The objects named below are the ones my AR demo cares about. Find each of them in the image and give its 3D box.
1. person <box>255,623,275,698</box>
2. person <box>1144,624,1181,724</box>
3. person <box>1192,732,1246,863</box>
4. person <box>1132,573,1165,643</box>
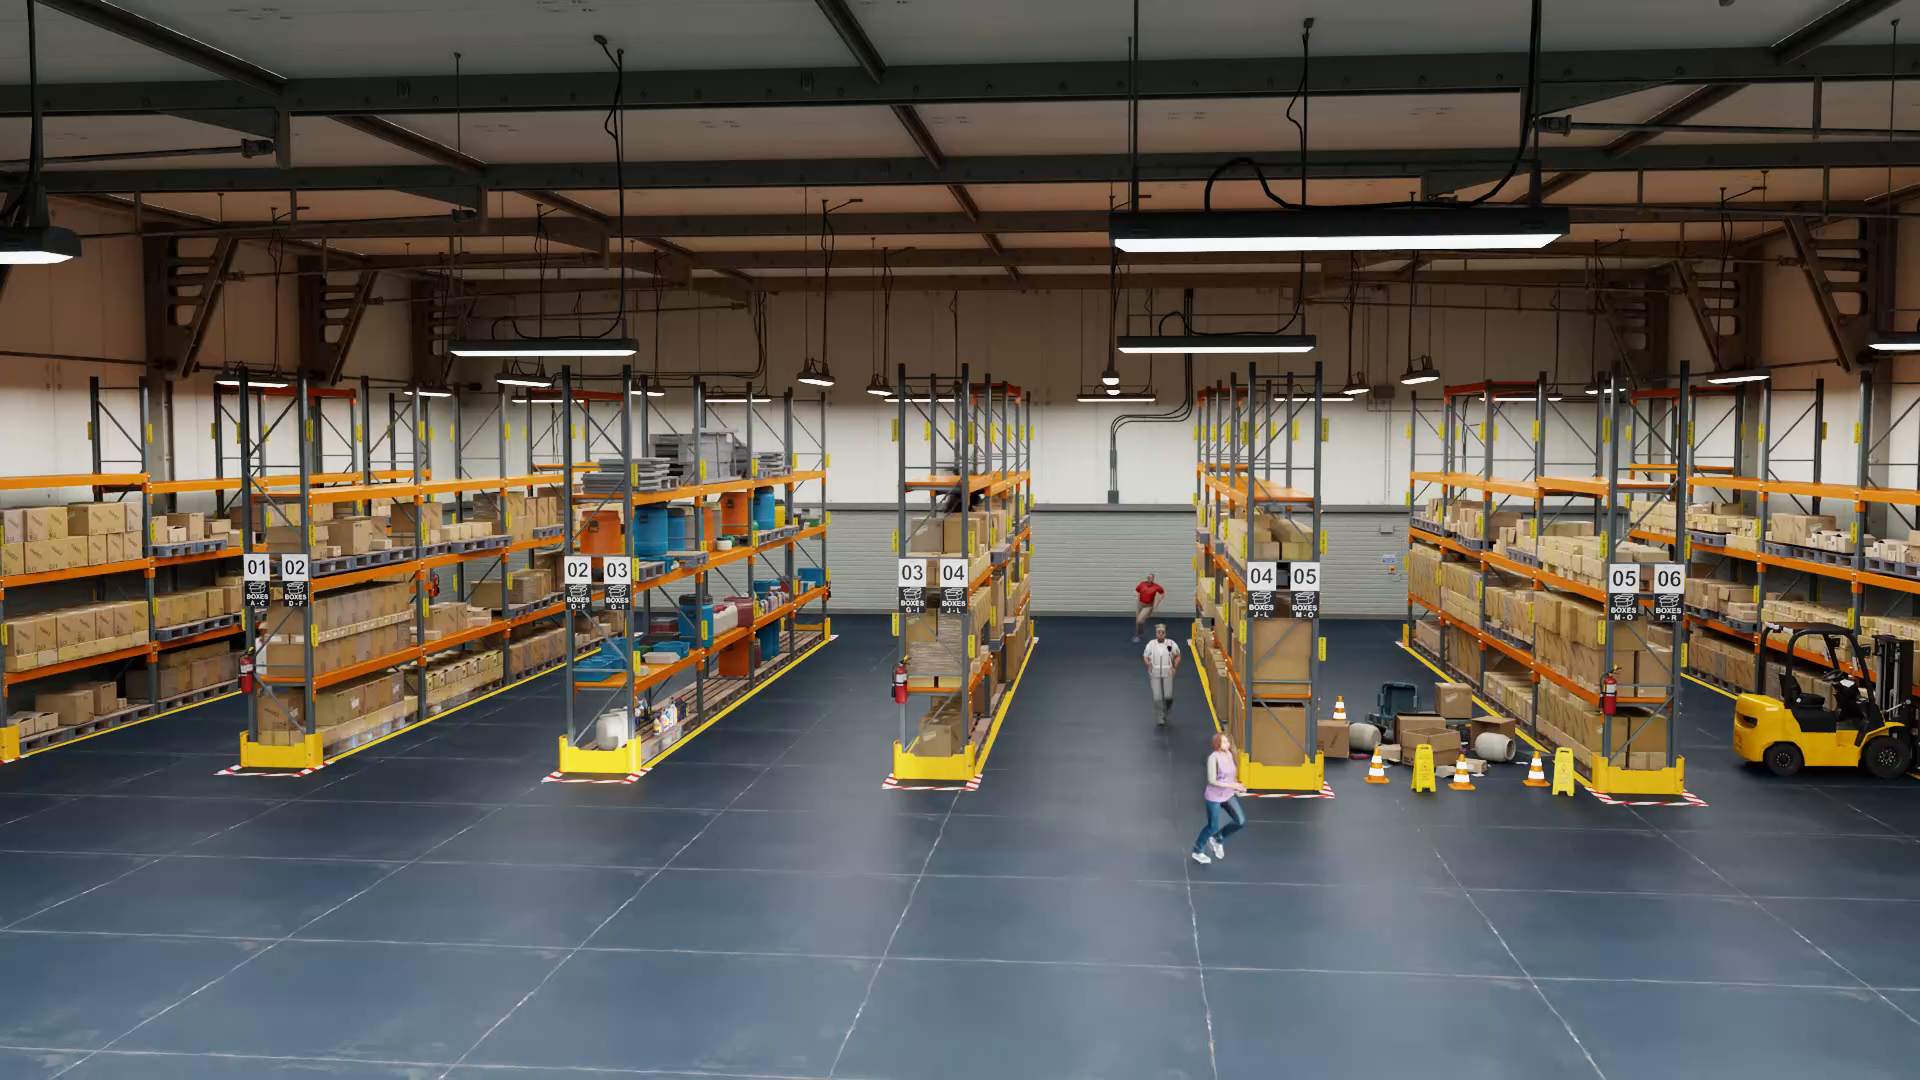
[{"bbox_3d":[-12.026,2.289,28.716,0.690,1.721,0.596,-1,4,-8],"label":"person"},{"bbox_3d":[3.457,2.298,28.476,0.638,1.737,0.586,1,4,9],"label":"person"},{"bbox_3d":[3.024,2.987,19.188,0.560,1.542,0.745,-3,5,-39],"label":"person"},{"bbox_3d":[4.444,1.637,39.844,0.736,1.704,0.754,3,5,36],"label":"person"}]
